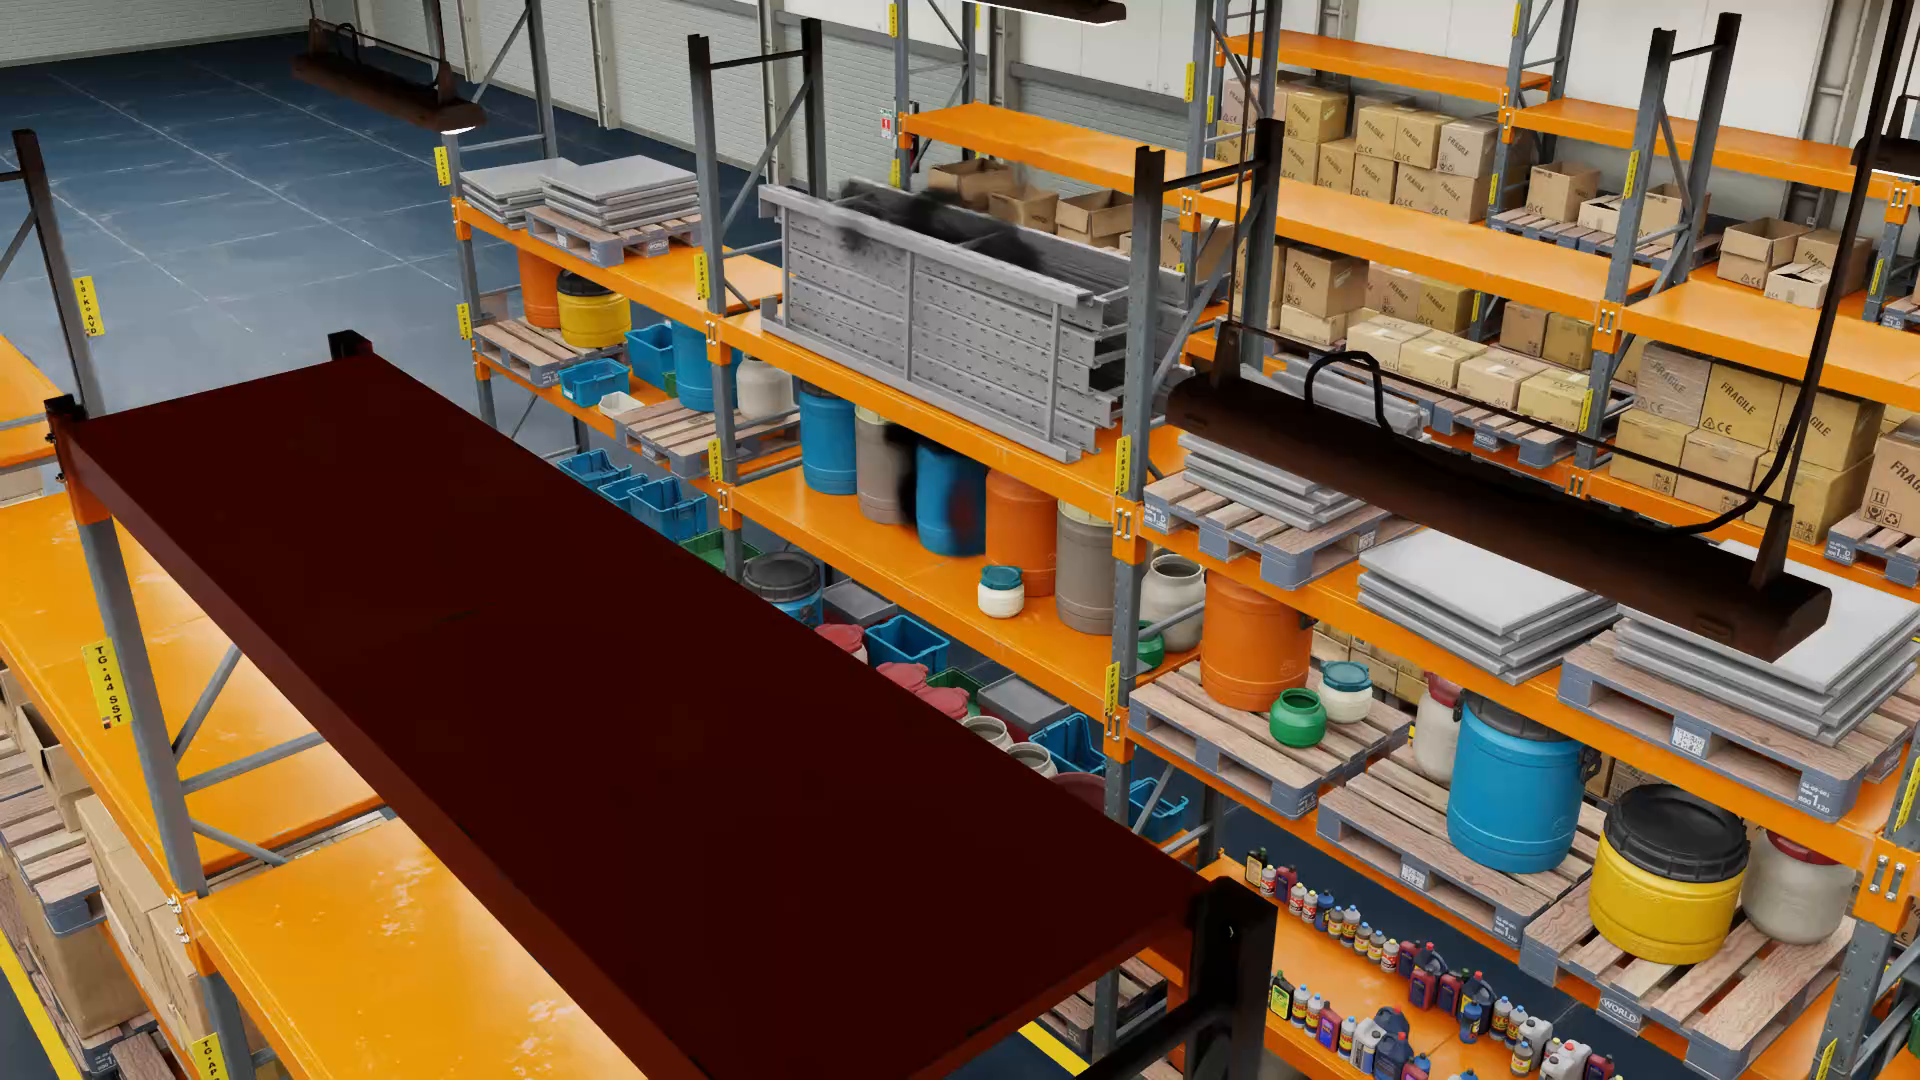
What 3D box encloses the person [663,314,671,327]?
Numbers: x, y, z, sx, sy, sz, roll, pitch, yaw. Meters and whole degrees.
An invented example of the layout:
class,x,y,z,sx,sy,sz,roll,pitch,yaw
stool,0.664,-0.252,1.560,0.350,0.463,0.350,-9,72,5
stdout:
class,x,y,z,sx,sy,sz,roll,pitch,yaw
person,-3.221,-1.988,19.551,0.789,1.853,0.647,-5,27,-9
